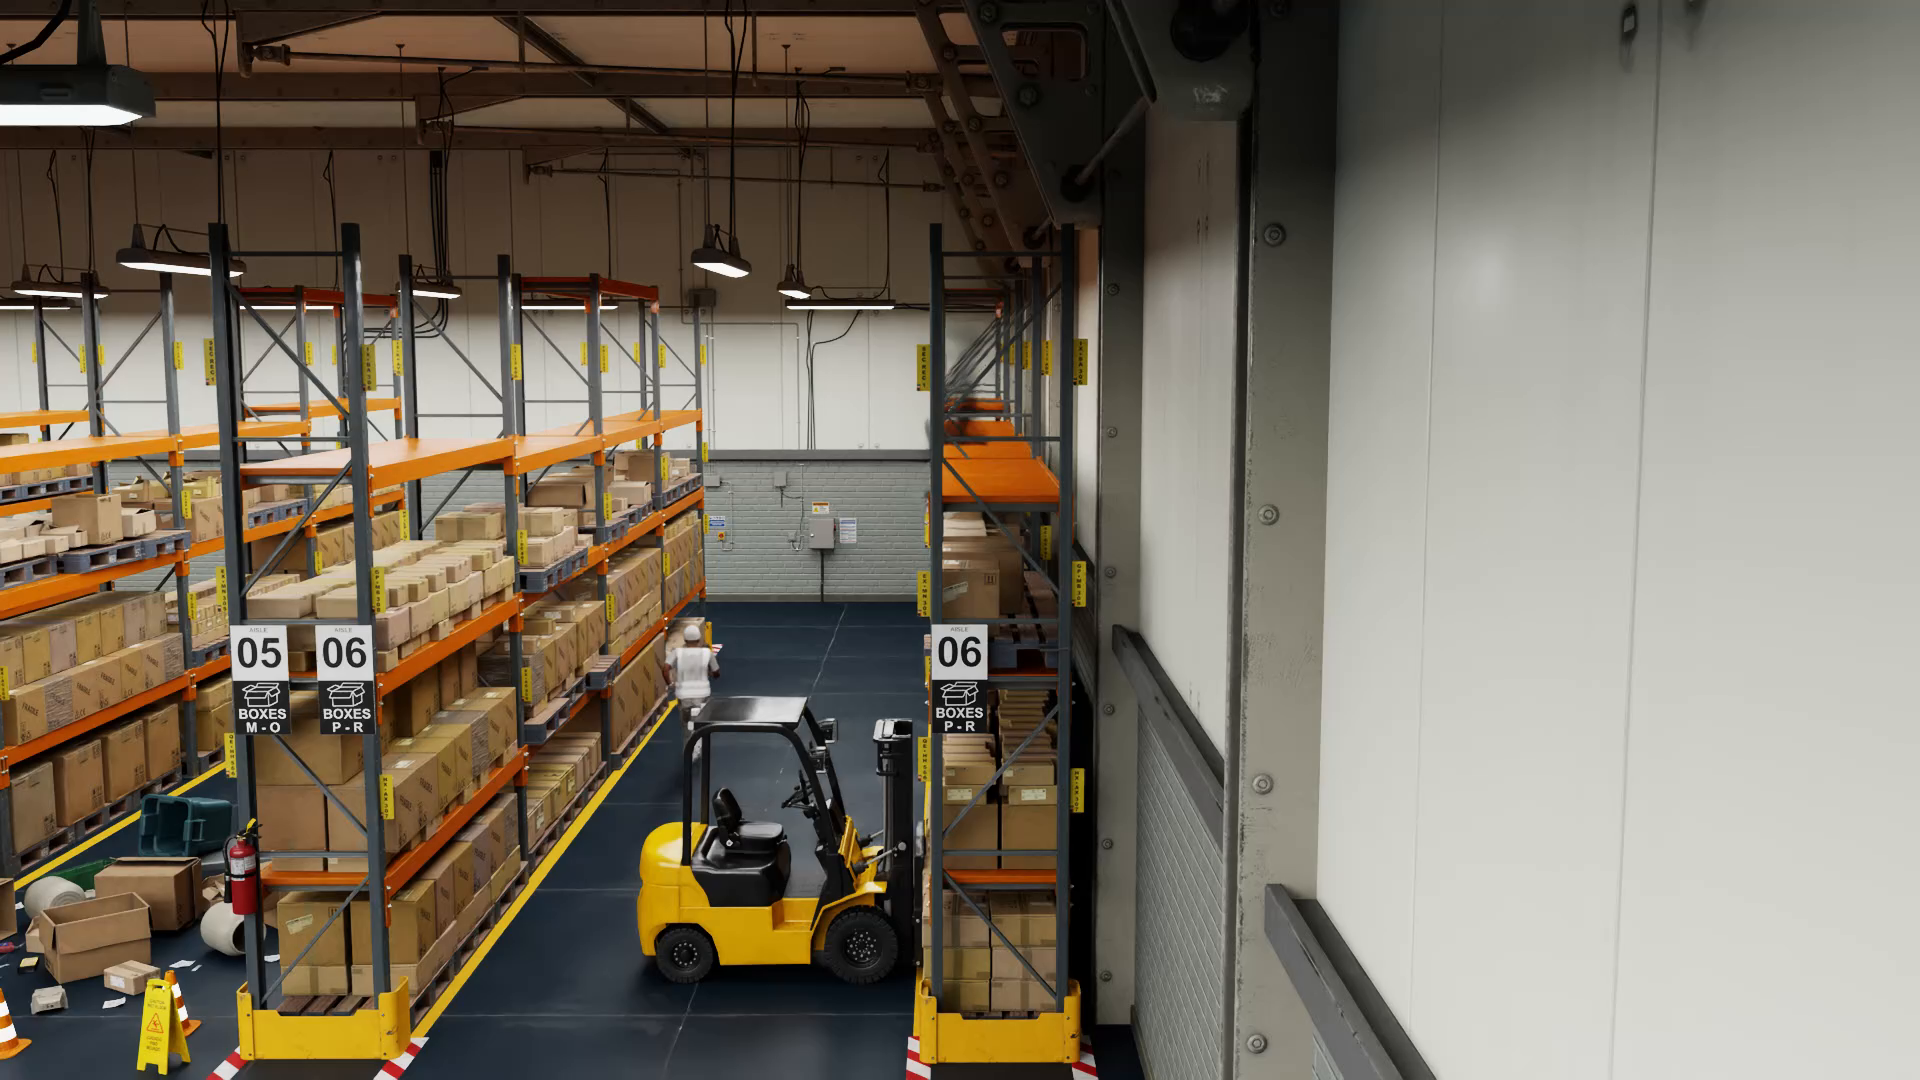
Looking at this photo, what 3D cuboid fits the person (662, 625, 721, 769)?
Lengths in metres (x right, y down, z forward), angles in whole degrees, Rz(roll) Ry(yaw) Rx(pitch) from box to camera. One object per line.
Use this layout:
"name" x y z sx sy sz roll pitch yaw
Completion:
"person" -3.245 1.933 20.168 0.683 1.807 0.985 -1 7 -5
